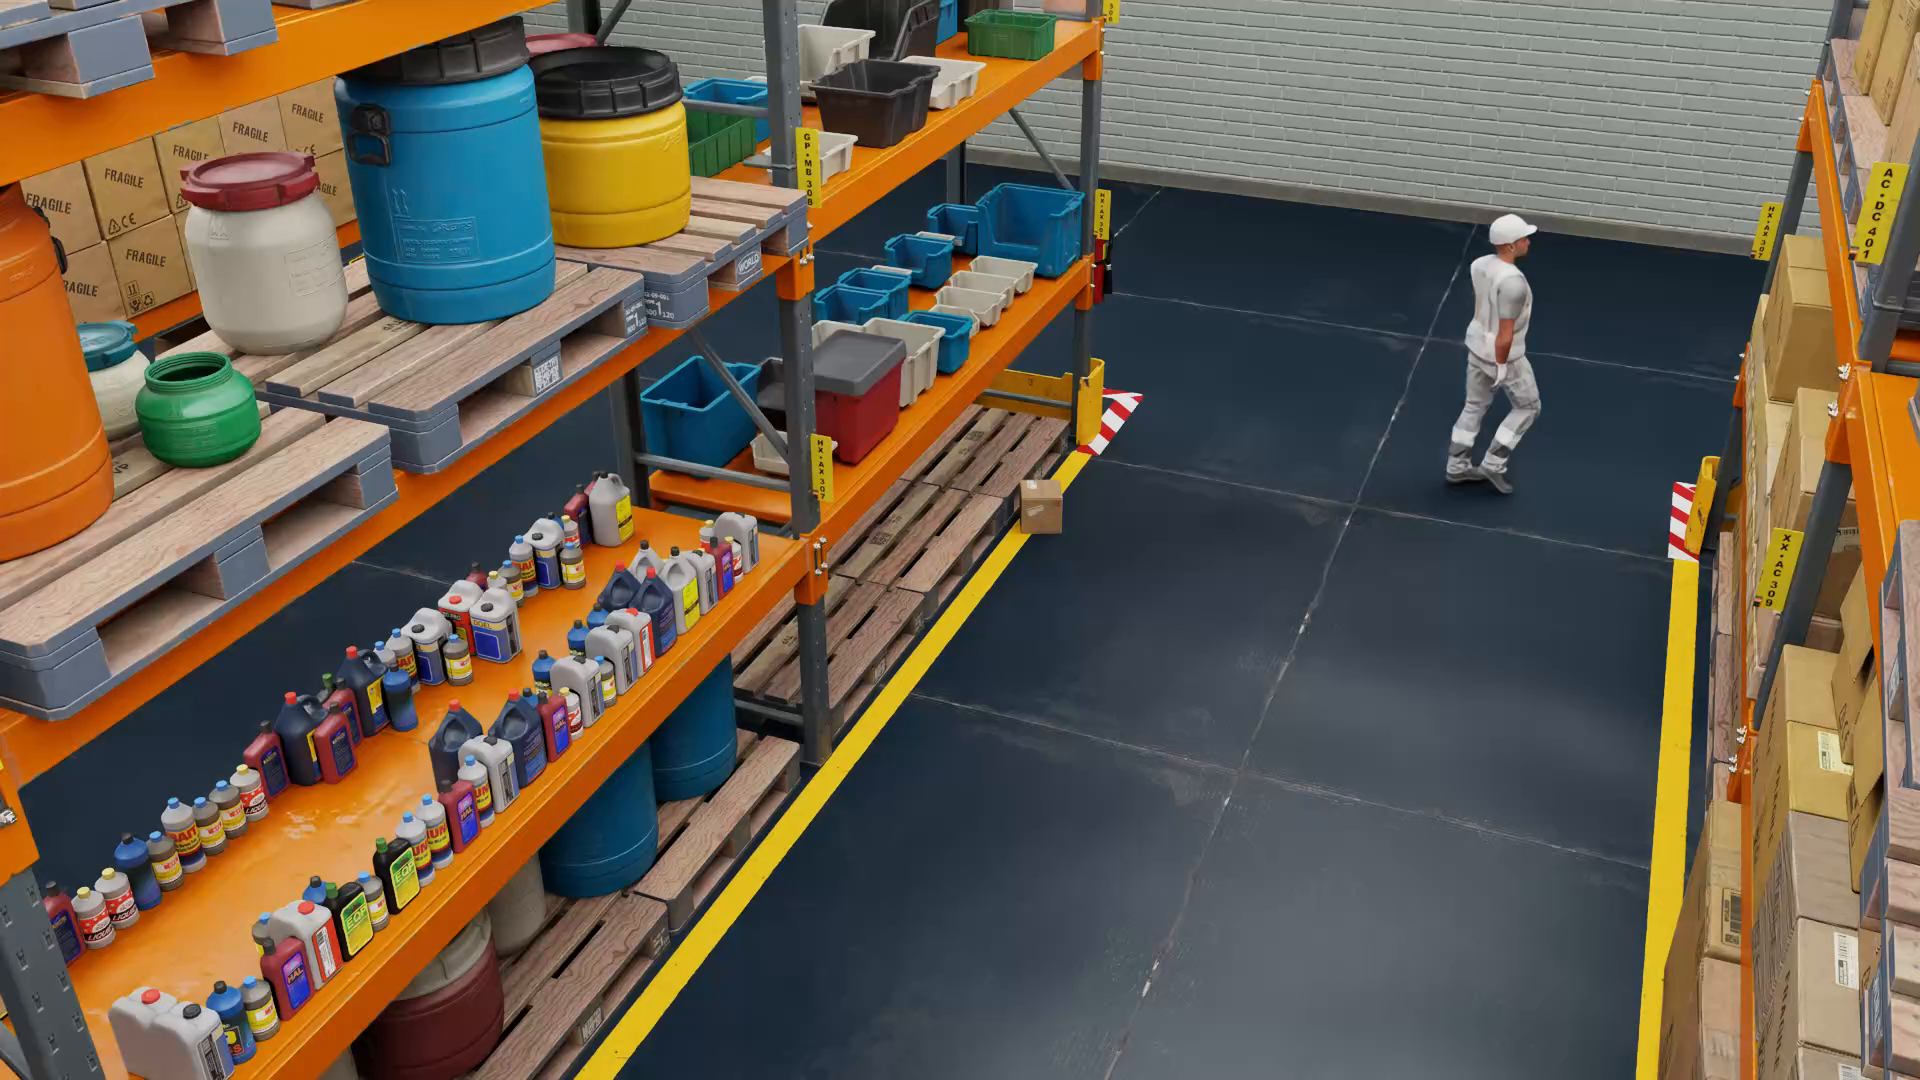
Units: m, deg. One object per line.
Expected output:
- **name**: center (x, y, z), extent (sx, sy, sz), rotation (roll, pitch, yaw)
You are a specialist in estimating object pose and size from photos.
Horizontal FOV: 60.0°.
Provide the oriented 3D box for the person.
- **person**: center (3.390, -1.161, 10.413), extent (0.468, 1.813, 0.528), rotation (-8, 30, -13)
